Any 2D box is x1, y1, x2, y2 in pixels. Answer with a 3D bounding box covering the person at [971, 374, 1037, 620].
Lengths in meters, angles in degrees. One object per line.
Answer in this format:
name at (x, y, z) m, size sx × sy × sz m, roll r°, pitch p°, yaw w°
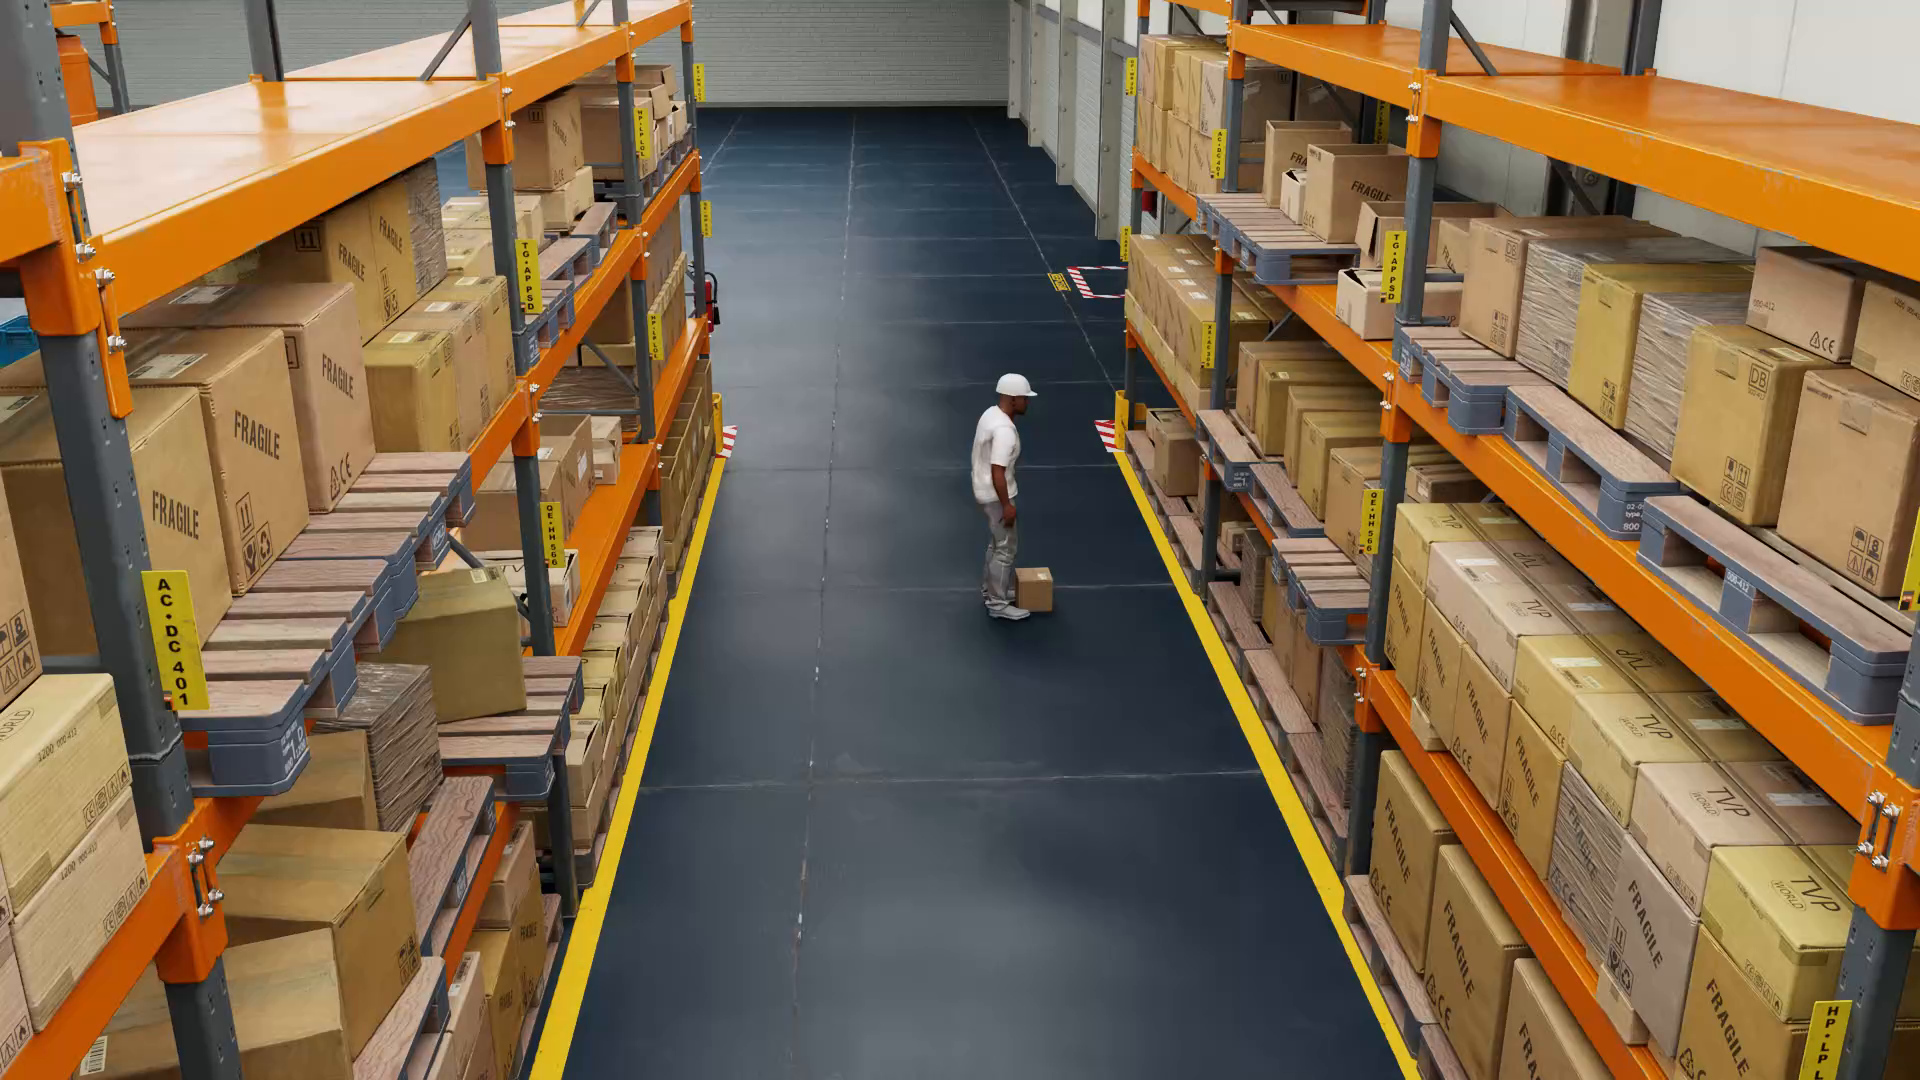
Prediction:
person at (0.313, -0.330, 11.943) m, size 0.461 × 1.760 × 0.626 m, roll -1°, pitch 20°, yaw -3°
